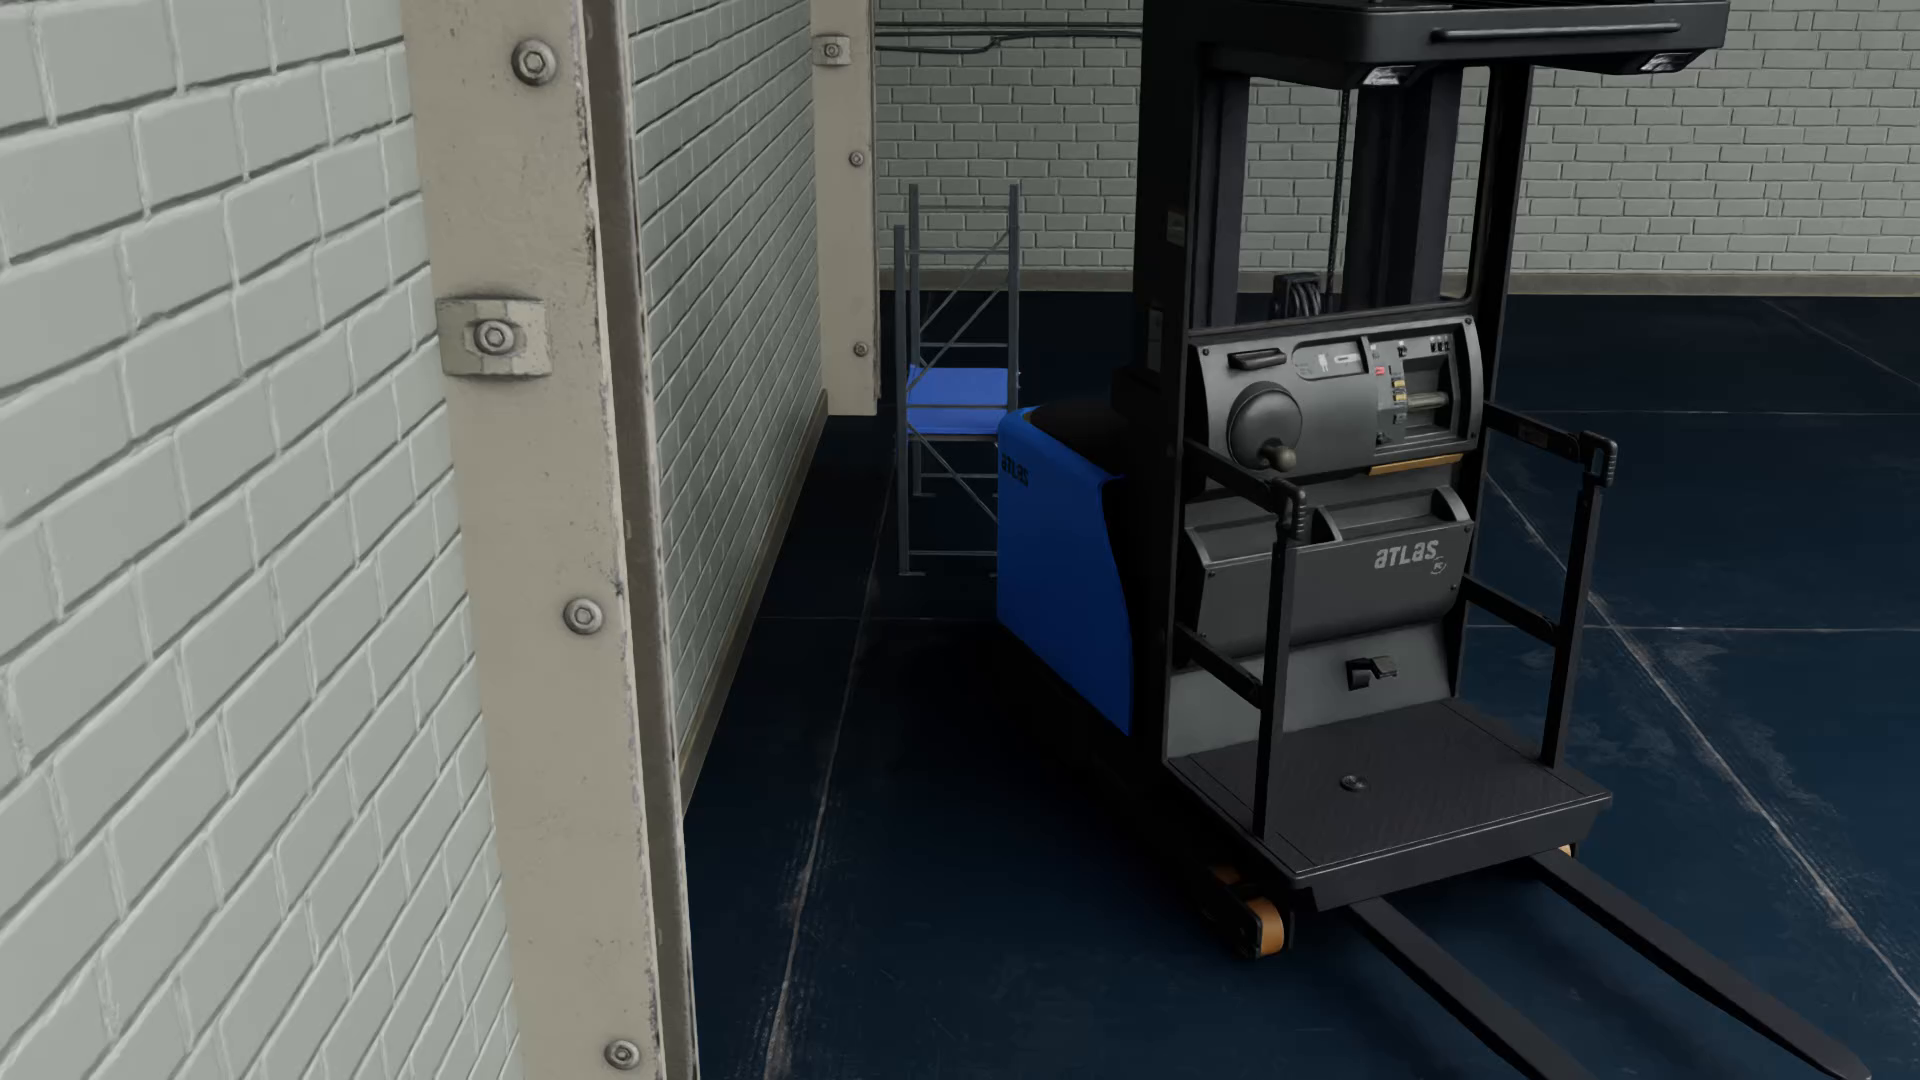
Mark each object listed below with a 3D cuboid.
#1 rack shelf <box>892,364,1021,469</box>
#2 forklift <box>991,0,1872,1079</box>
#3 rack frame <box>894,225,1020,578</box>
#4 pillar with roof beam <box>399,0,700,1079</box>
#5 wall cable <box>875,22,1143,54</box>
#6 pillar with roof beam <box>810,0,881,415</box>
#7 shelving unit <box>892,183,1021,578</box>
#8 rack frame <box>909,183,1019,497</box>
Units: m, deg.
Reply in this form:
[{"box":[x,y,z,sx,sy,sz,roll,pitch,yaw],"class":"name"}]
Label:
[{"box":[0.003,-0.562,7.402,0.538,0.185,1.000,1,21,2],"class":"rack shelf"},{"box":[1.164,-0.394,4.492,1.130,2.935,3.031,-9,23,-22],"class":"forklift"},{"box":[-0.013,-0.546,6.863,0.500,1.500,0.032,1,21,2],"class":"rack frame"},{"box":[3.502,-2.751,2.180,9.100,9.000,0.400,1,21,2],"class":"pillar with roof beam"},{"box":[0.793,-4.571,11.162,3.097,2.526,0.112,1,21,2],"class":"wall cable"},{"box":[3.685,-4.921,7.771,9.100,9.000,0.400,1,21,2],"class":"pillar with roof beam"},{"box":[0.003,-0.730,7.337,0.538,1.500,1.048,1,21,2],"class":"shelving unit"},{"box":[0.018,-0.914,7.811,0.500,1.500,0.032,1,21,2],"class":"rack frame"}]
